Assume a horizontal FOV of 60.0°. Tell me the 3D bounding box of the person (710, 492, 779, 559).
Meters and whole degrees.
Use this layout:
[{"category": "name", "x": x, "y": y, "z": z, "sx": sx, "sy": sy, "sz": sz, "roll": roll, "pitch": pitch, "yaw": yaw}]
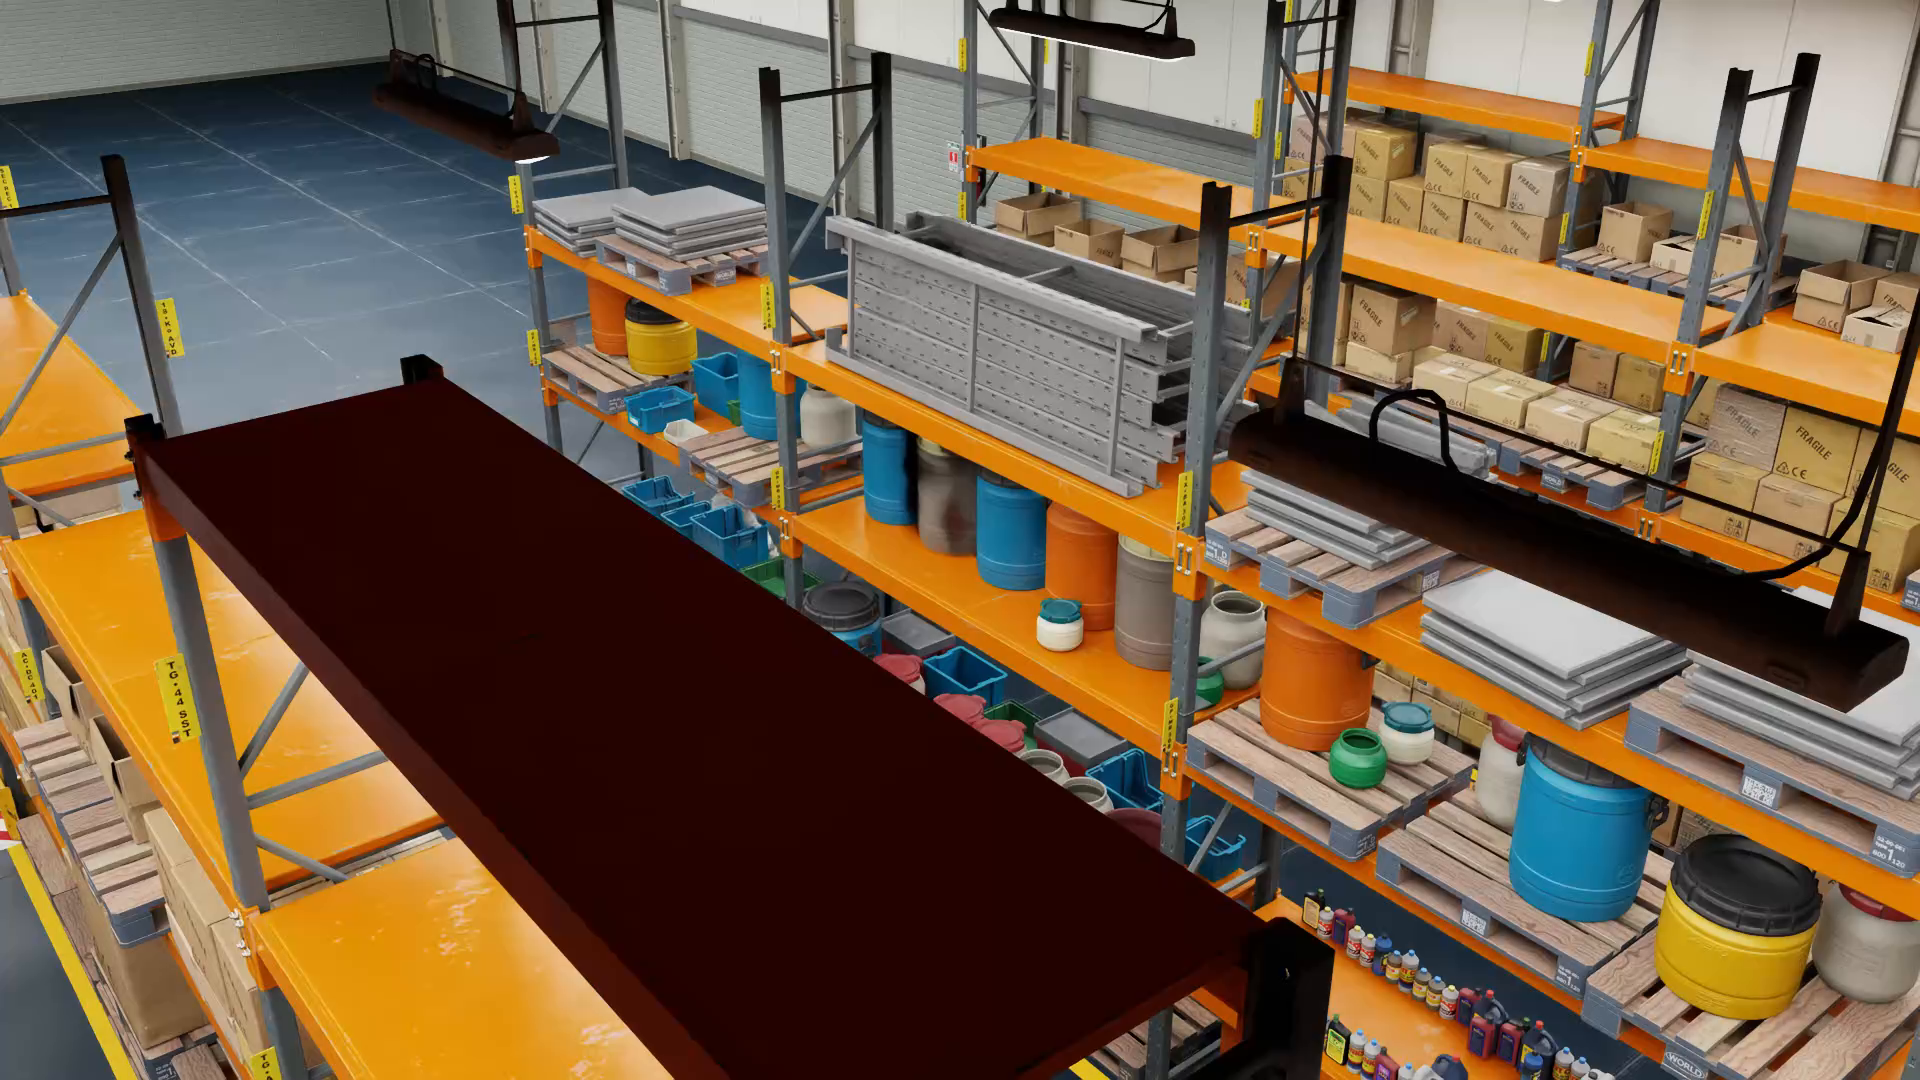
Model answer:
[{"category": "person", "x": -2.375, "y": -0.479, "z": 17.242, "sx": 0.971, "sy": 1.729, "sz": 0.622, "roll": 5, "pitch": 26, "yaw": 10}]
